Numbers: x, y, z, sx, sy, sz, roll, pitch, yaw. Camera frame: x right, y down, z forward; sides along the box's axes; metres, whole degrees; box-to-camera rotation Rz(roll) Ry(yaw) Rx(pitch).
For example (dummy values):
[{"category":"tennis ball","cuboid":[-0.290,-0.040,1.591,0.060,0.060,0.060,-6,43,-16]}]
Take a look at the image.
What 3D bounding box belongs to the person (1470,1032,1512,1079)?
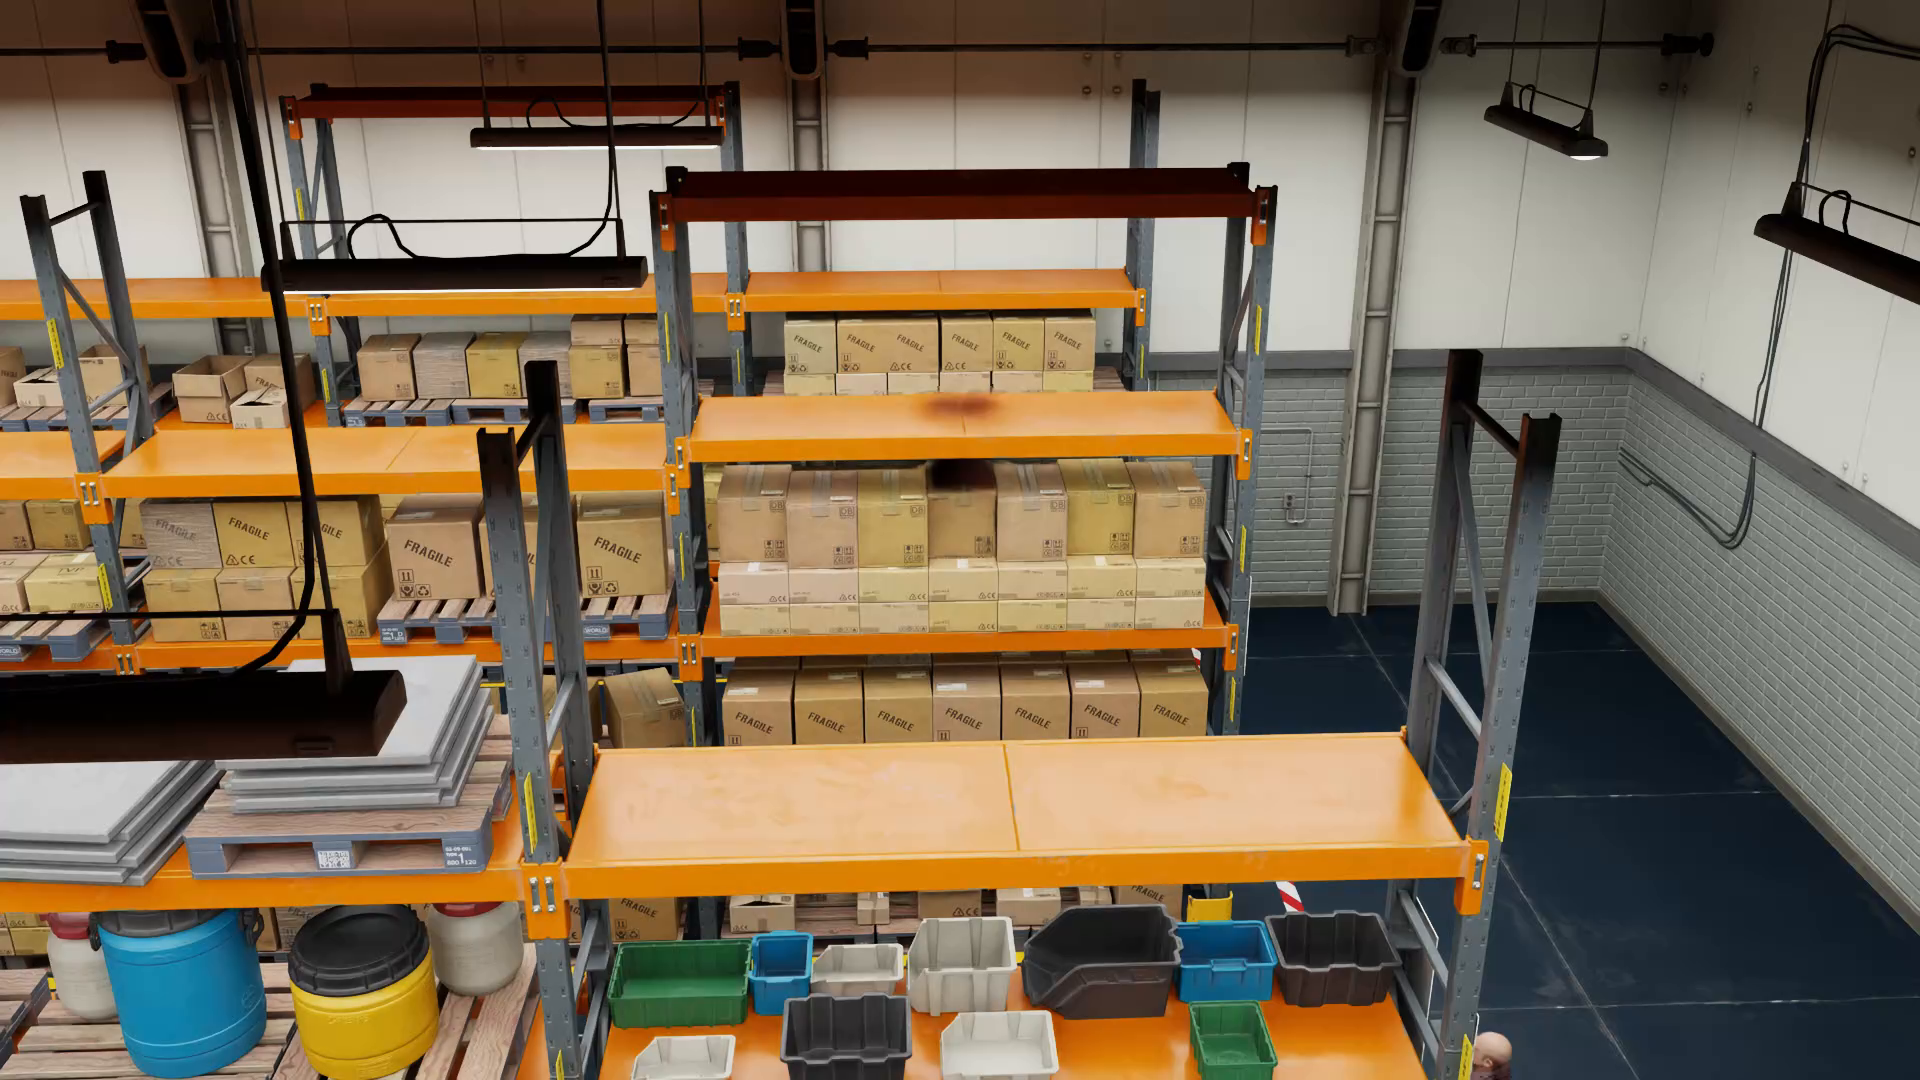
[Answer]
[{"category":"person","cuboid":[2.965,3.630,9.881,0.872,1.754,0.577,12,25,27]}]
